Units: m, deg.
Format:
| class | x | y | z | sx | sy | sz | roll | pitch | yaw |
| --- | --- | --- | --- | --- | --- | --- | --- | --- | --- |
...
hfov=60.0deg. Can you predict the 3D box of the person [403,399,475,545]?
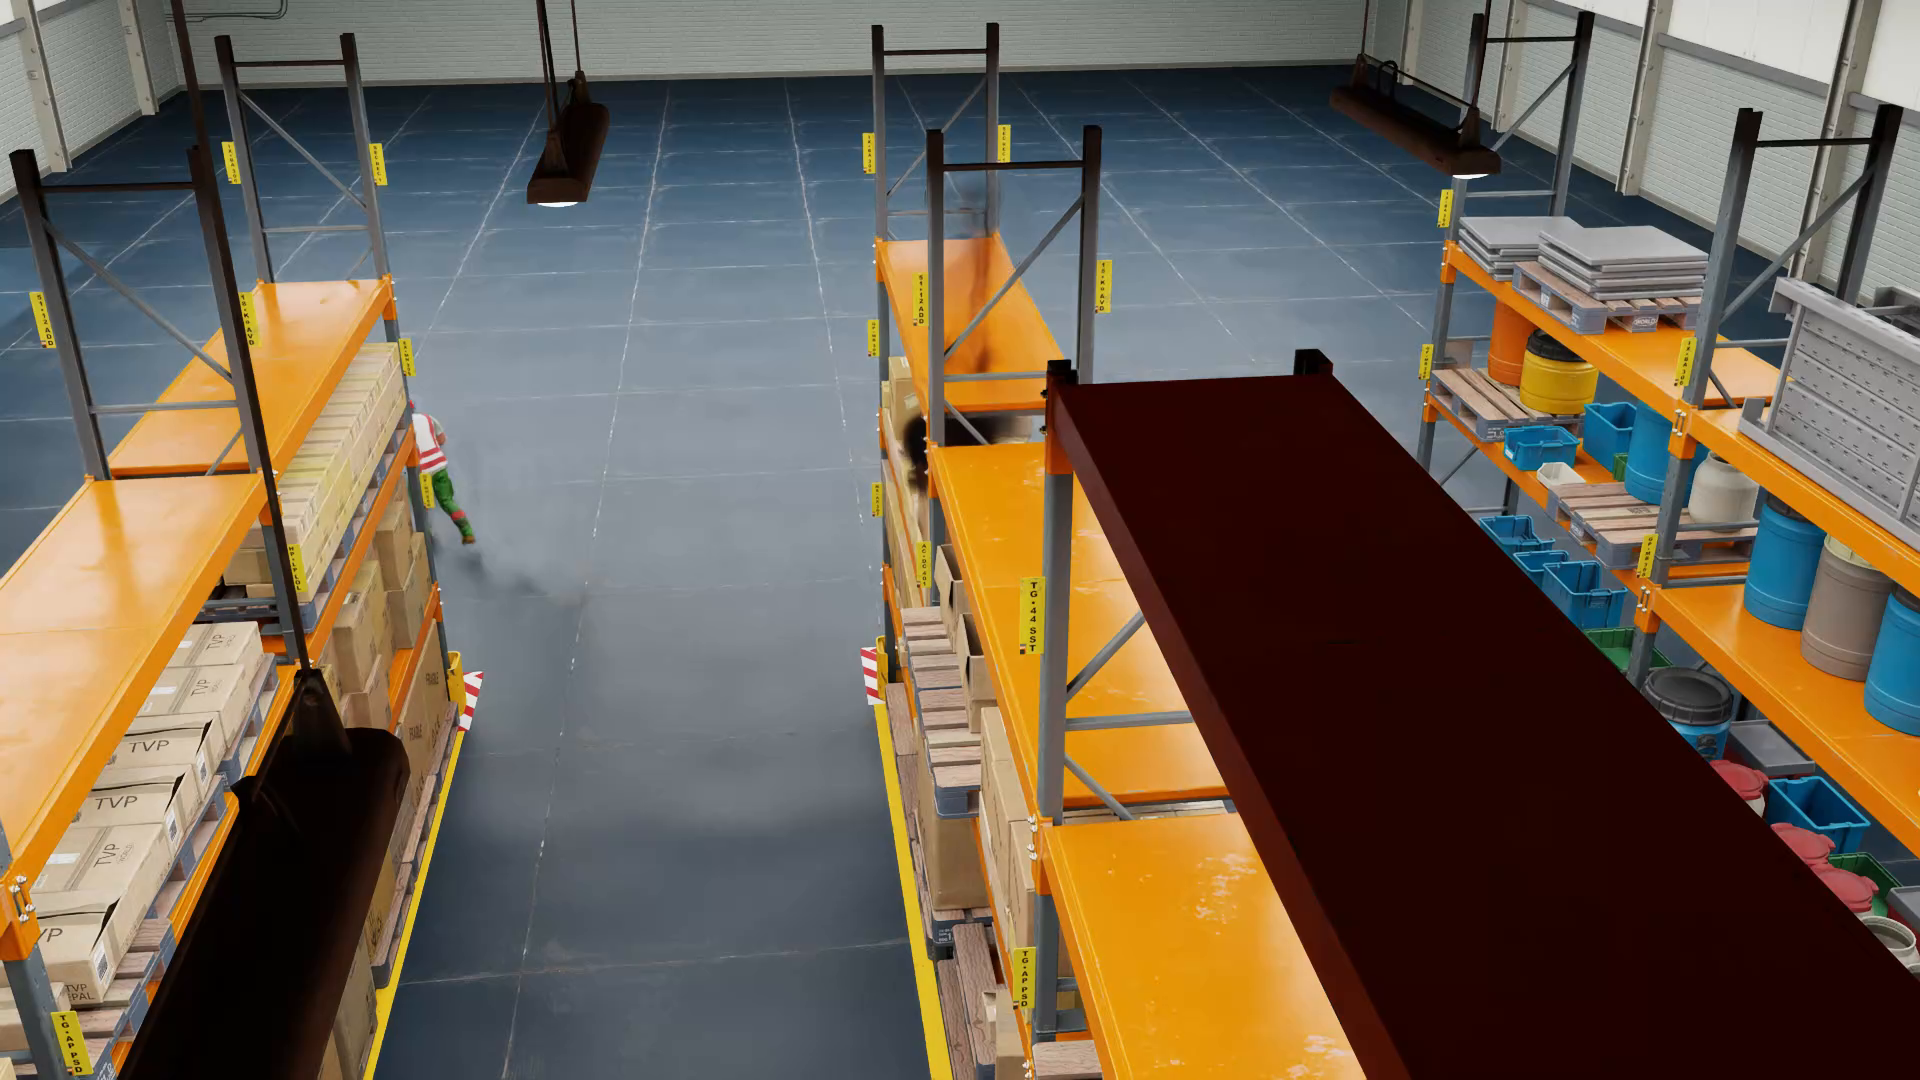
| class | x | y | z | sx | sy | sz | roll | pitch | yaw |
| --- | --- | --- | --- | --- | --- | --- | --- | --- | --- |
| person | -5.714 | -0.679 | 18.013 | 1.052 | 1.733 | 0.704 | 16 | 30 | 31 |
